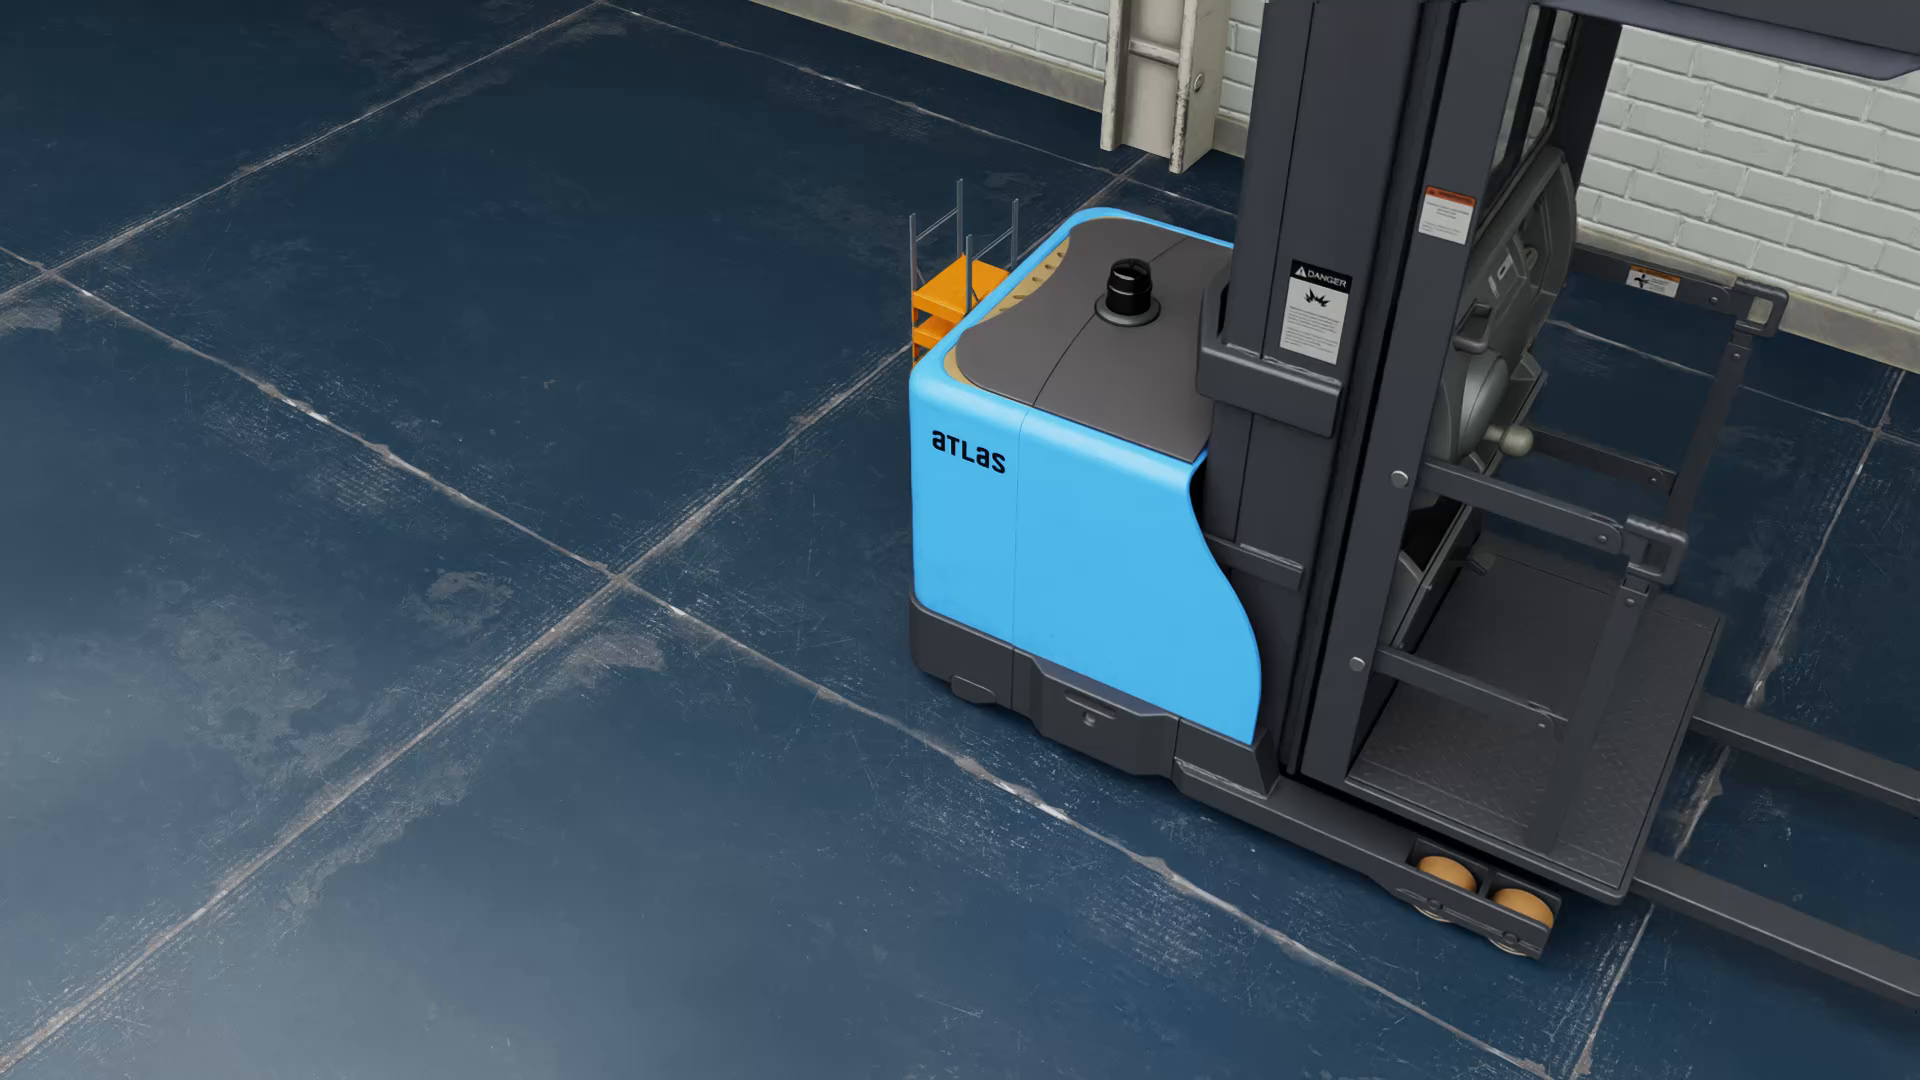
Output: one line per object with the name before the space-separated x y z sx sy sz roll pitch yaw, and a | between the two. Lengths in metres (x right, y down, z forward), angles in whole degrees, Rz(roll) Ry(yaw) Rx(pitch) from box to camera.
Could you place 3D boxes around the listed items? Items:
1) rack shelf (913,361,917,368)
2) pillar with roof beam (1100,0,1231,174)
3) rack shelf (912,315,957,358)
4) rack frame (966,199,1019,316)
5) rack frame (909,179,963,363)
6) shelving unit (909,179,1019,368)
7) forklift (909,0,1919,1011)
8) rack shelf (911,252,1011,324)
rack shelf | 0.012 -0.498 4.793 0.180 0.103 0.258 25 48 25
pillar with roof beam | -1.624 -2.694 1.513 0.400 9.000 9.100 25 48 25
rack shelf | 0.012 -0.587 4.713 0.180 0.103 0.258 25 48 25
rack frame | 0.087 -0.407 4.805 0.006 1.200 0.240 25 48 25
rack frame | -0.063 -0.477 4.883 0.006 1.200 0.240 25 48 25
shelving unit | 0.012 -0.442 4.844 0.189 1.200 0.258 25 48 25
forklift | 1.386 -0.478 3.586 3.031 2.935 1.130 22 46 23
rack shelf | 0.012 -0.677 4.633 0.180 0.103 0.258 25 48 25
